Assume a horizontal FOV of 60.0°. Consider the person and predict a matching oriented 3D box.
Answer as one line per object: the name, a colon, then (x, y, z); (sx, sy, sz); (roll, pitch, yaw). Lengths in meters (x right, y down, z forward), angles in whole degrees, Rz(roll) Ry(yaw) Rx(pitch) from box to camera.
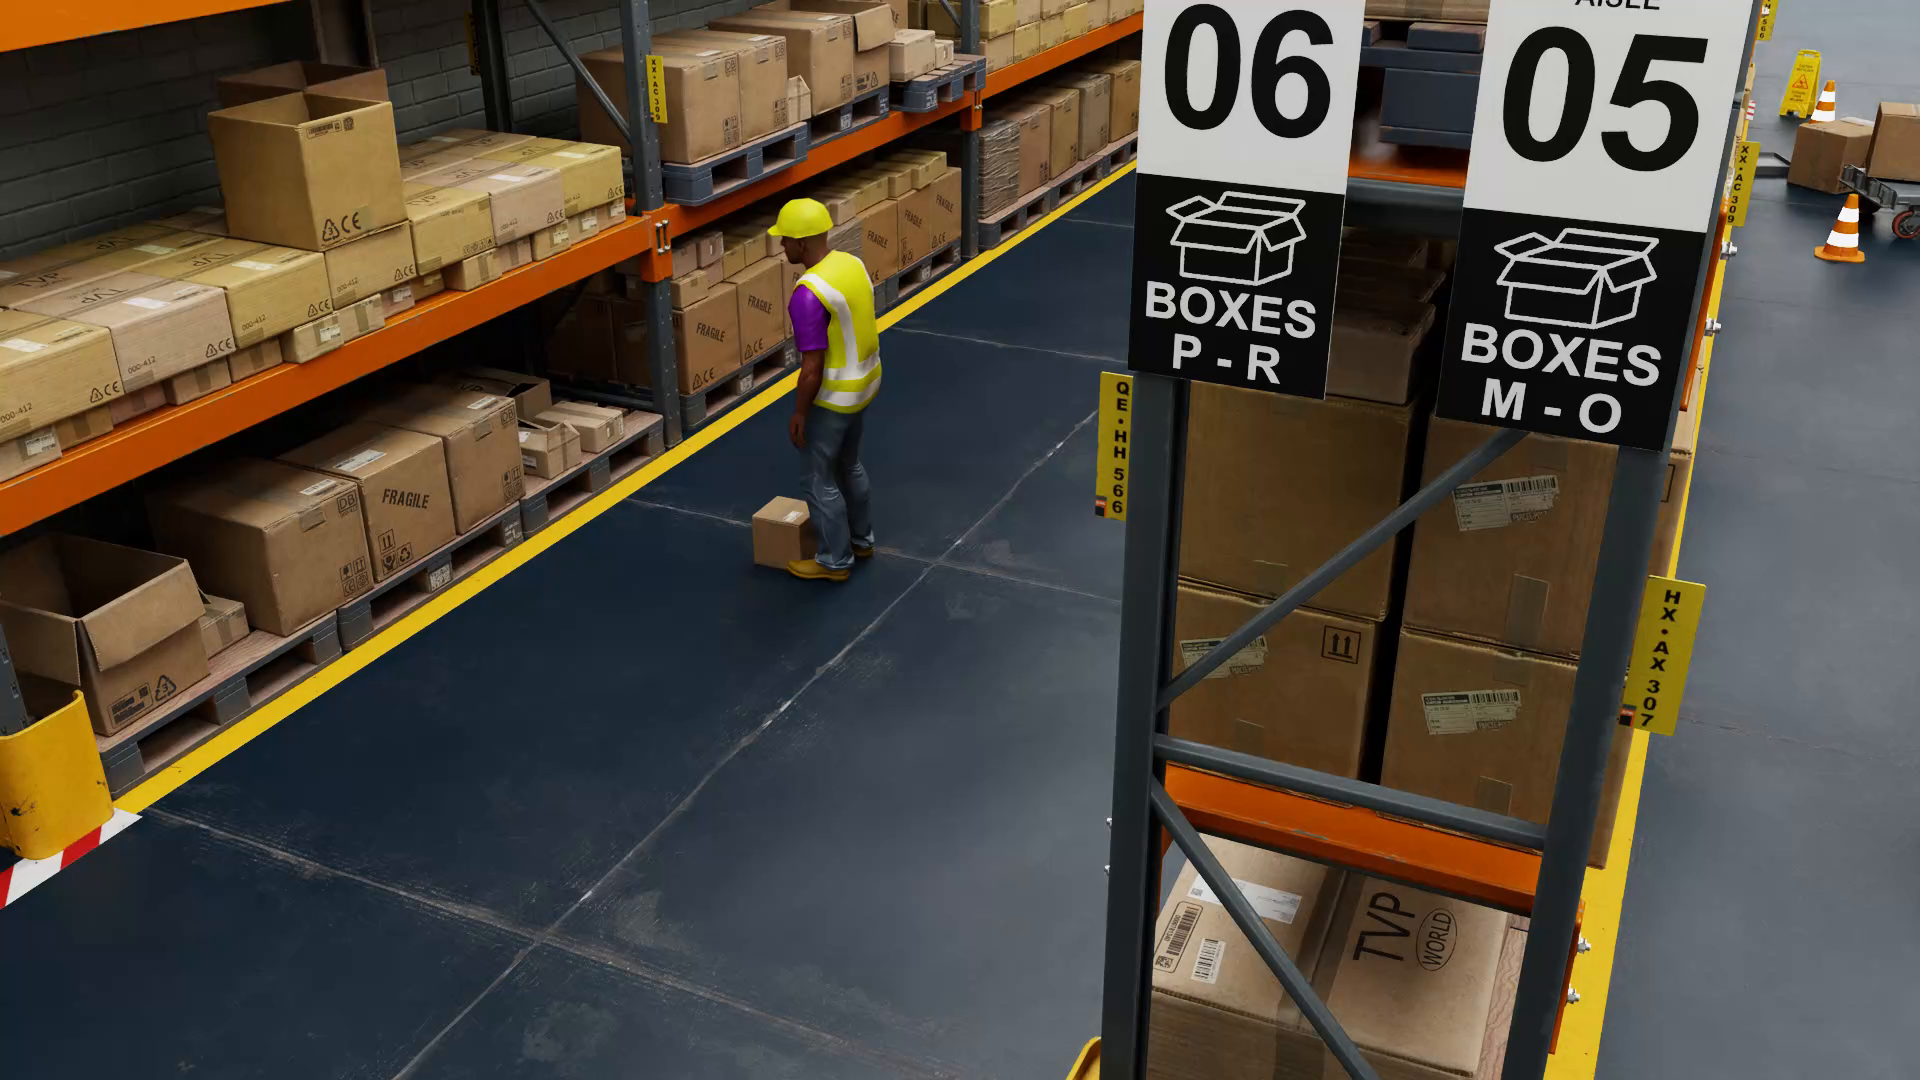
person: (-0.597, -0.664, 7.455); (0.461, 1.759, 0.632); (10, 28, 19)
